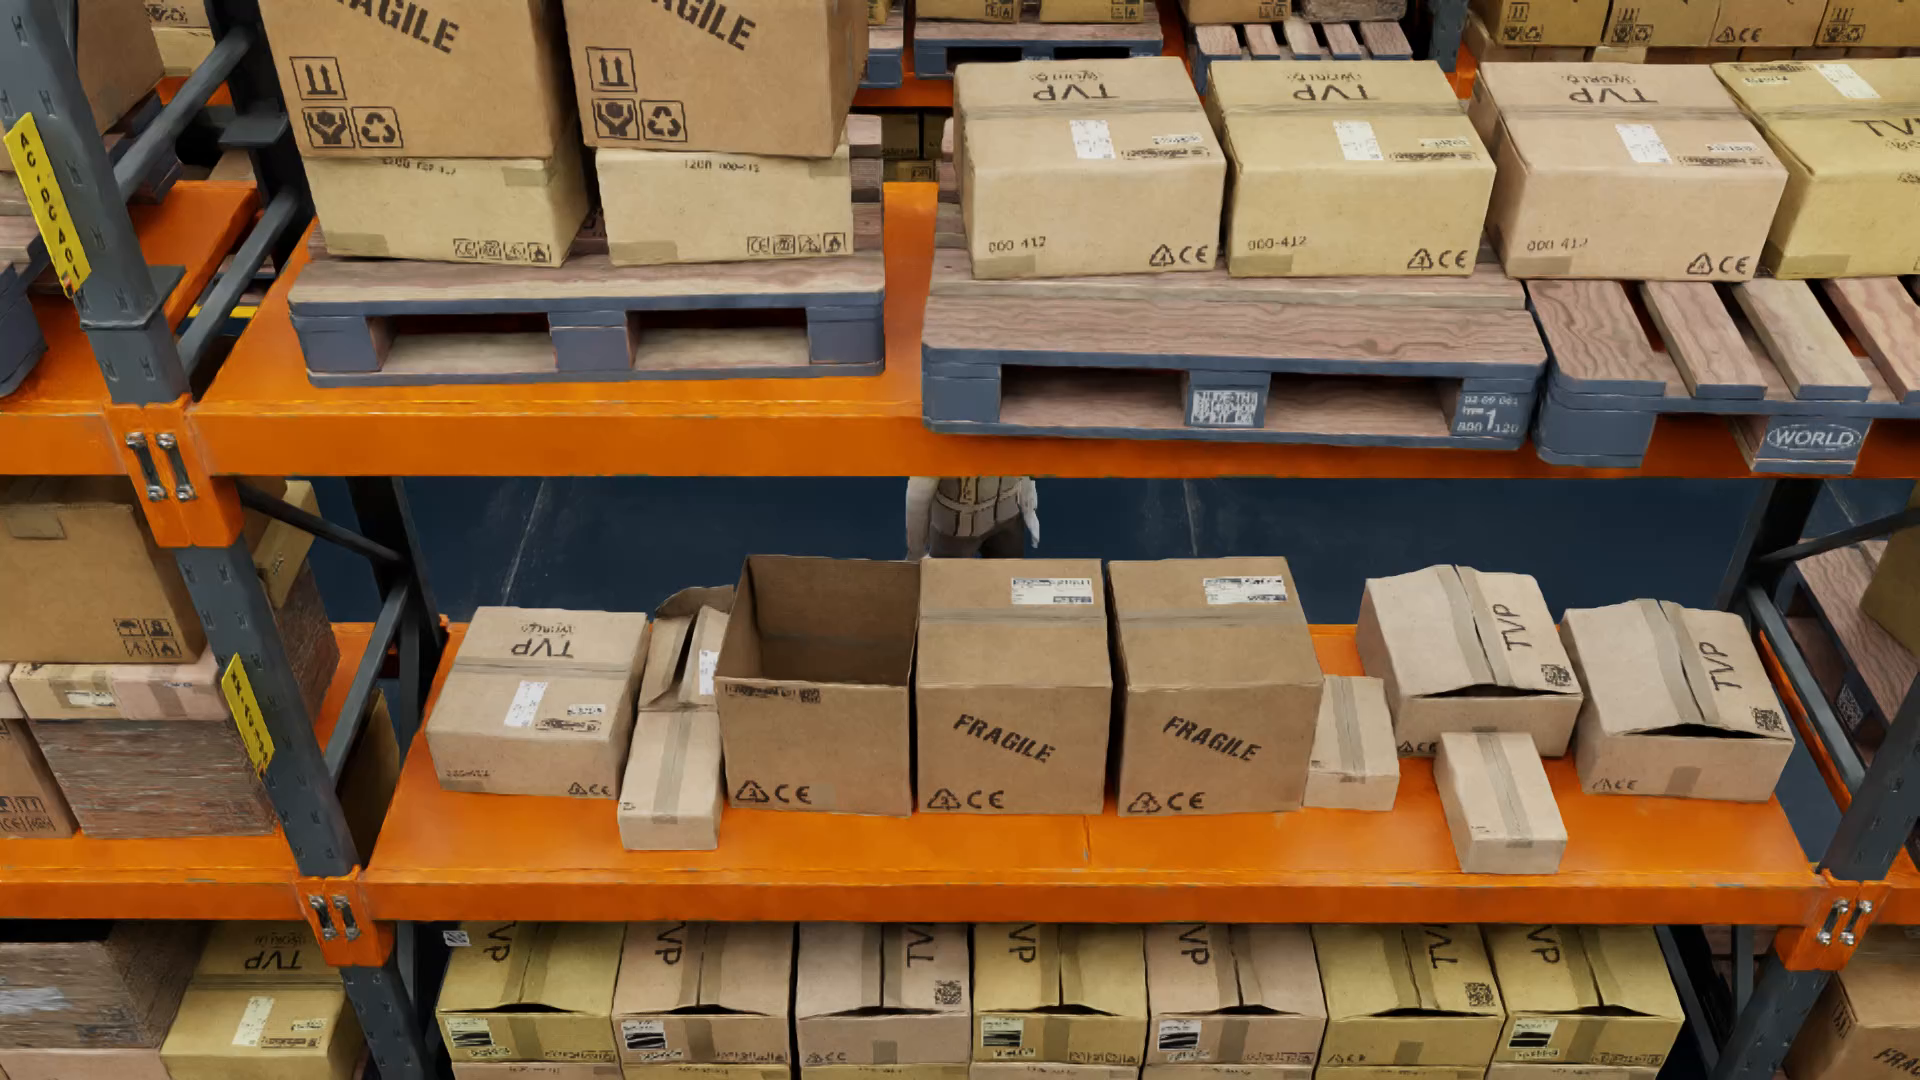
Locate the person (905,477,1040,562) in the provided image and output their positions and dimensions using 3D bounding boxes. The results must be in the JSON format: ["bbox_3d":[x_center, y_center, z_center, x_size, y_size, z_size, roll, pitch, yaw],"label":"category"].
[{"bbox_3d":[0.072,-0.024,6.141,0.532,1.685,0.470,-26,46,-28],"label":"person"}]
